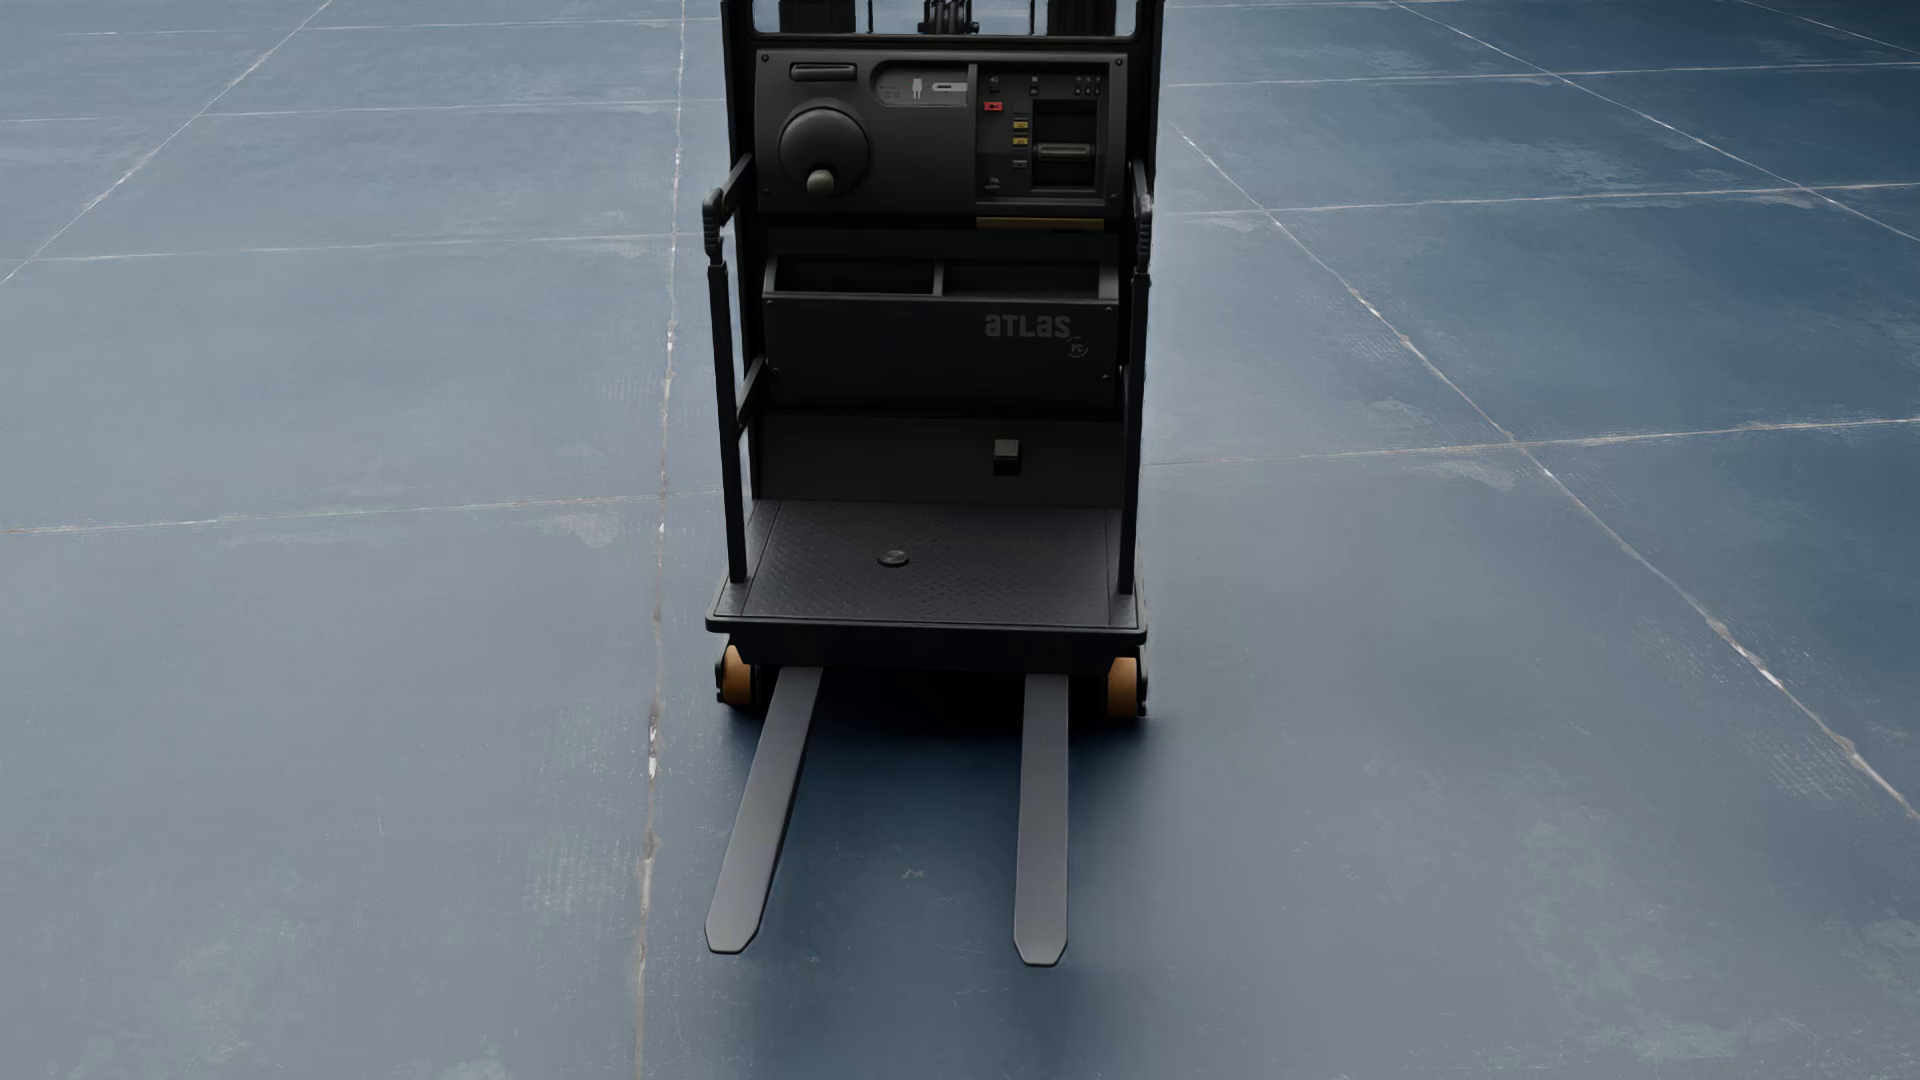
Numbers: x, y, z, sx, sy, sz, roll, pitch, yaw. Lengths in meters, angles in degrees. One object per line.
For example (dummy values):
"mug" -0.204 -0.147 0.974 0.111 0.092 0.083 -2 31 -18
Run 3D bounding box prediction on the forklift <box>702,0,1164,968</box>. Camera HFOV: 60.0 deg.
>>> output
"forklift" -0.060 -0.992 3.972 1.130 2.935 3.031 2 27 3
